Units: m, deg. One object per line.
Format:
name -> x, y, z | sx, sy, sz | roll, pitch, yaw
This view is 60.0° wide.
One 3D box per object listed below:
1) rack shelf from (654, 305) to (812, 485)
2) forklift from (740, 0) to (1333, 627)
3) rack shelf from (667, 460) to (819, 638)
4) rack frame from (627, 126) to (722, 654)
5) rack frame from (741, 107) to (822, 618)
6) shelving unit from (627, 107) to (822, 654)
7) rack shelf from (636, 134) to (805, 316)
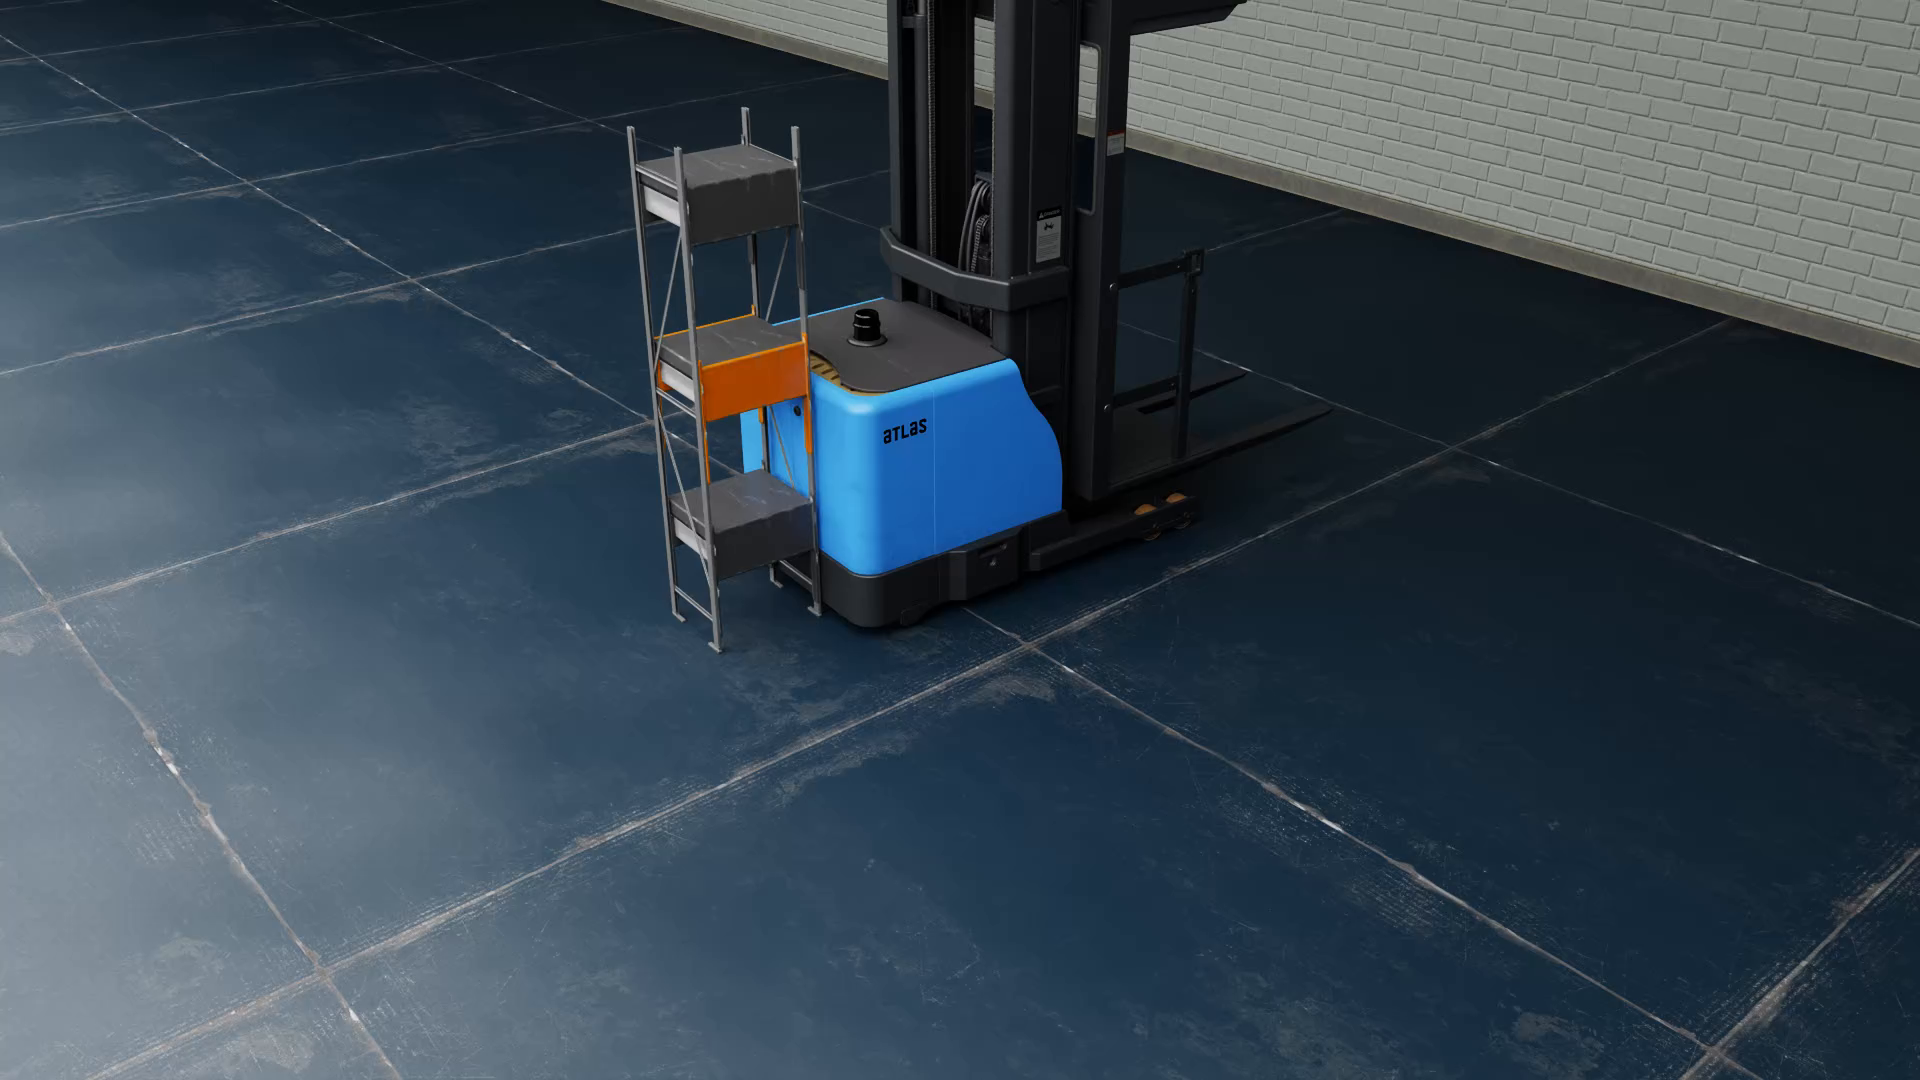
rack shelf -> -0.914, -0.589, 6.654 | 0.480, 0.518, 0.431 | -19, 34, -32
forklift -> 0.505, -1.471, 7.392 | 3.031, 2.935, 1.130 | -19, 34, -32
rack shelf -> -0.914, 0.028, 6.984 | 0.480, 0.518, 0.431 | -19, 34, -32
rack frame -> -1.109, -0.532, 6.519 | 0.015, 2.100, 0.400 | -19, 34, -32
rack frame -> -0.719, -0.670, 6.777 | 0.015, 2.100, 0.400 | -19, 34, -32
shelving unit -> -0.914, -0.601, 6.648 | 0.503, 2.100, 0.431 | -19, 34, -32
rack shelf -> -0.914, -1.207, 6.324 | 0.480, 0.518, 0.431 | -19, 34, -32
